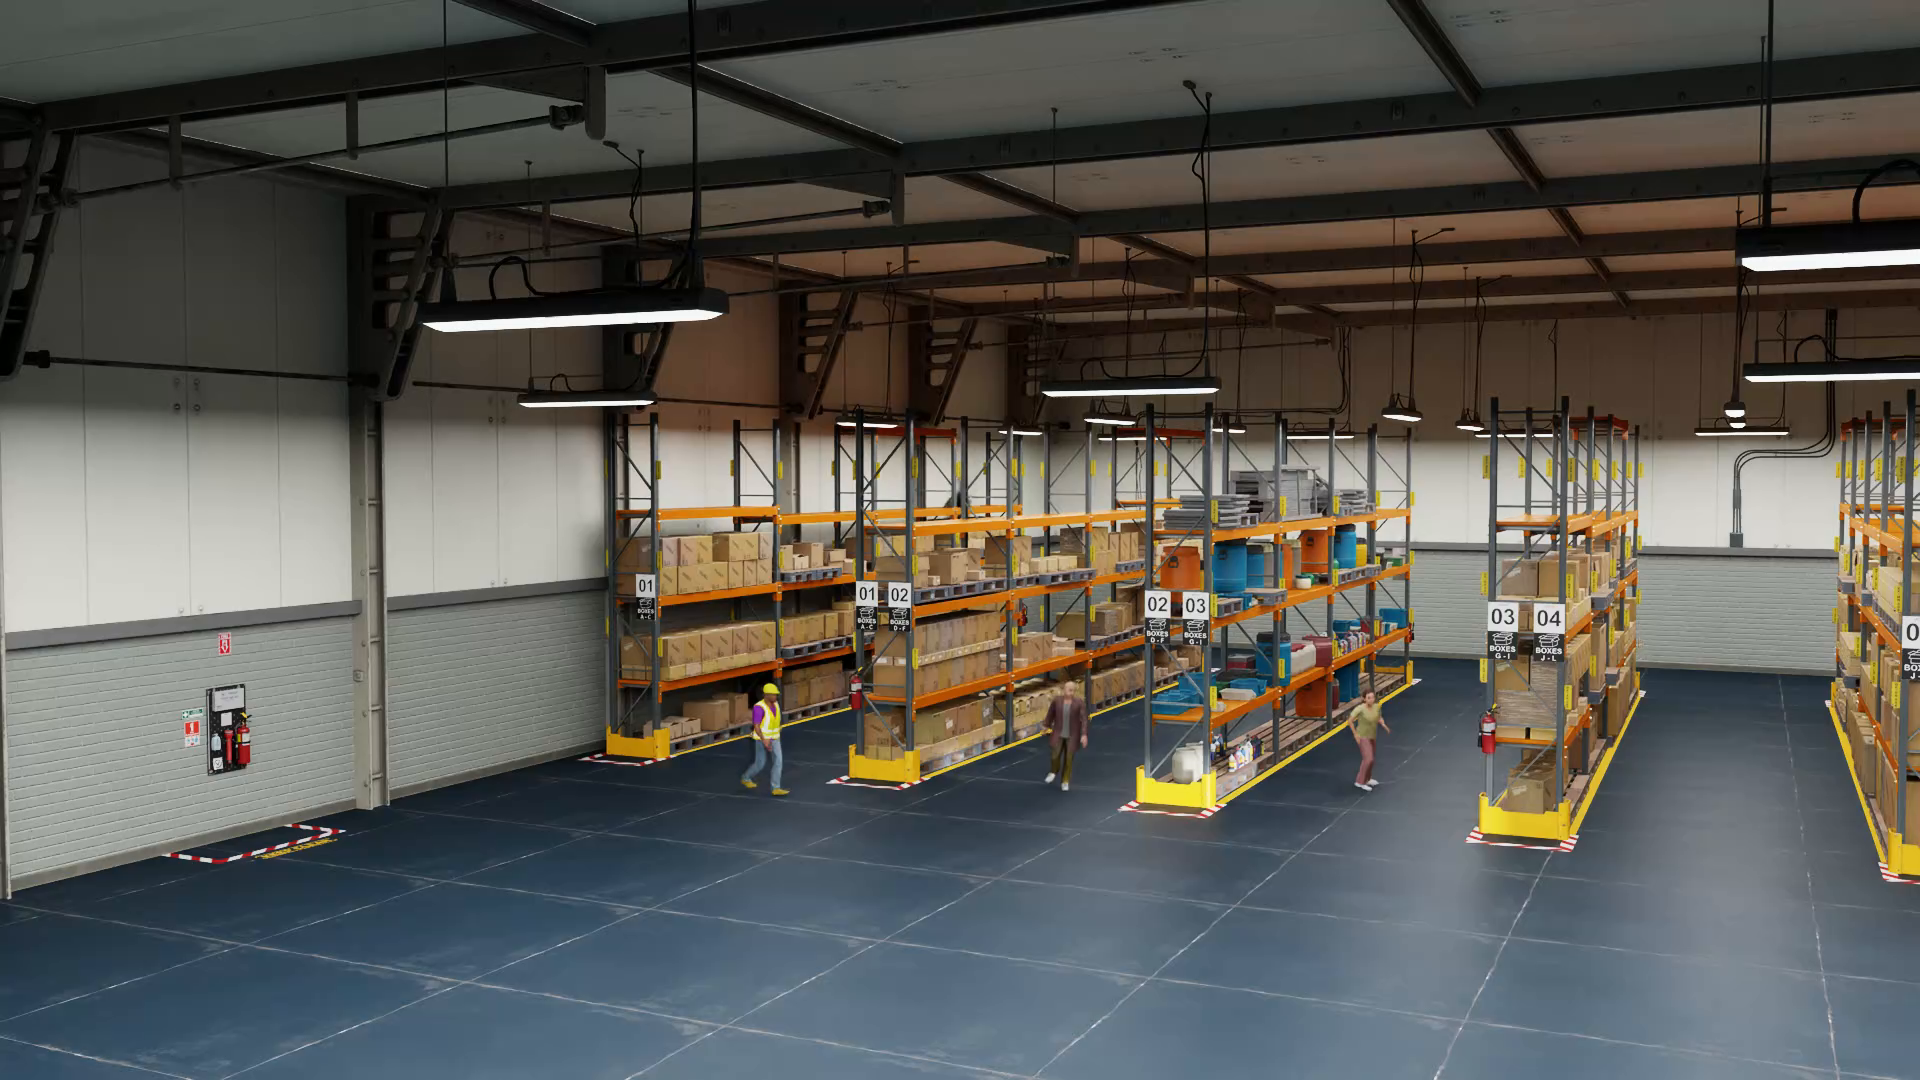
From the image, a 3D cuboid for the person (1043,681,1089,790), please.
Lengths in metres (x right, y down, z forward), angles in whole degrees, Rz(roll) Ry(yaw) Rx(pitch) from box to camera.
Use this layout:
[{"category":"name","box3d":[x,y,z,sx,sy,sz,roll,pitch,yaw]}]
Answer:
[{"category":"person","box3d":[1.647,3.037,25.896,0.748,1.717,0.706,0,2,7]}]

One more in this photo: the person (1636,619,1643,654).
[{"category":"person","box3d":[15.278,2.615,38.040,0.572,1.629,0.738,-2,3,-33]}]

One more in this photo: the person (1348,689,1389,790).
[{"category":"person","box3d":[6.422,3.123,26.160,0.632,1.601,0.737,-1,3,-31]}]

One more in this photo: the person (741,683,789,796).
[{"category":"person","box3d":[-3.010,3.069,25.712,0.605,1.730,0.904,-2,3,-43]}]
